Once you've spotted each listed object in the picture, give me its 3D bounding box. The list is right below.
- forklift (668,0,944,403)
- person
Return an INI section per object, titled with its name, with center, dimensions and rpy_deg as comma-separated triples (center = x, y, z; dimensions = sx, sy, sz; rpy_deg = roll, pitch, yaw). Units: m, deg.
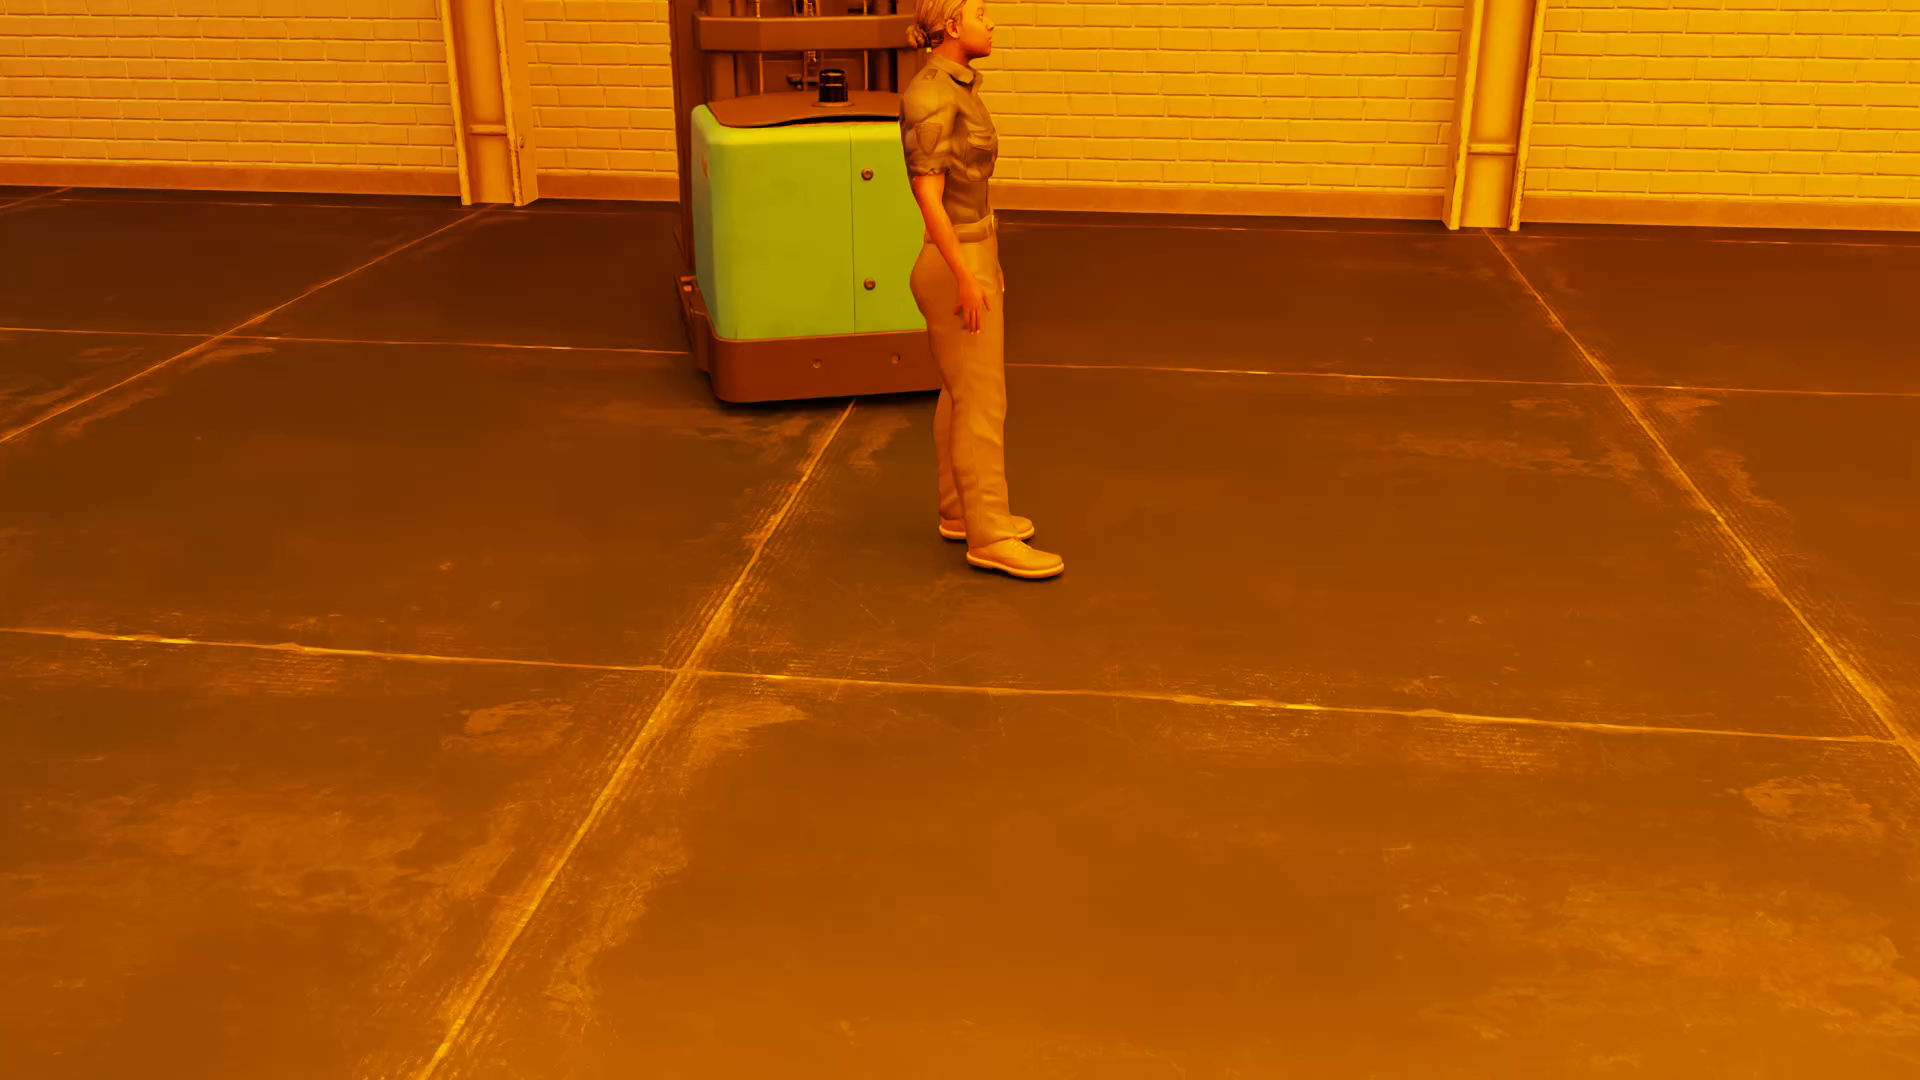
[forklift]
center = -0.734, -2.396, 7.205
dimensions = 1.130, 2.935, 3.031
rpy_deg = -5, 22, -12
[person]
center = 0.085, -0.763, 4.837
dimensions = 0.503, 1.656, 0.569
rpy_deg = 3, 22, 7
